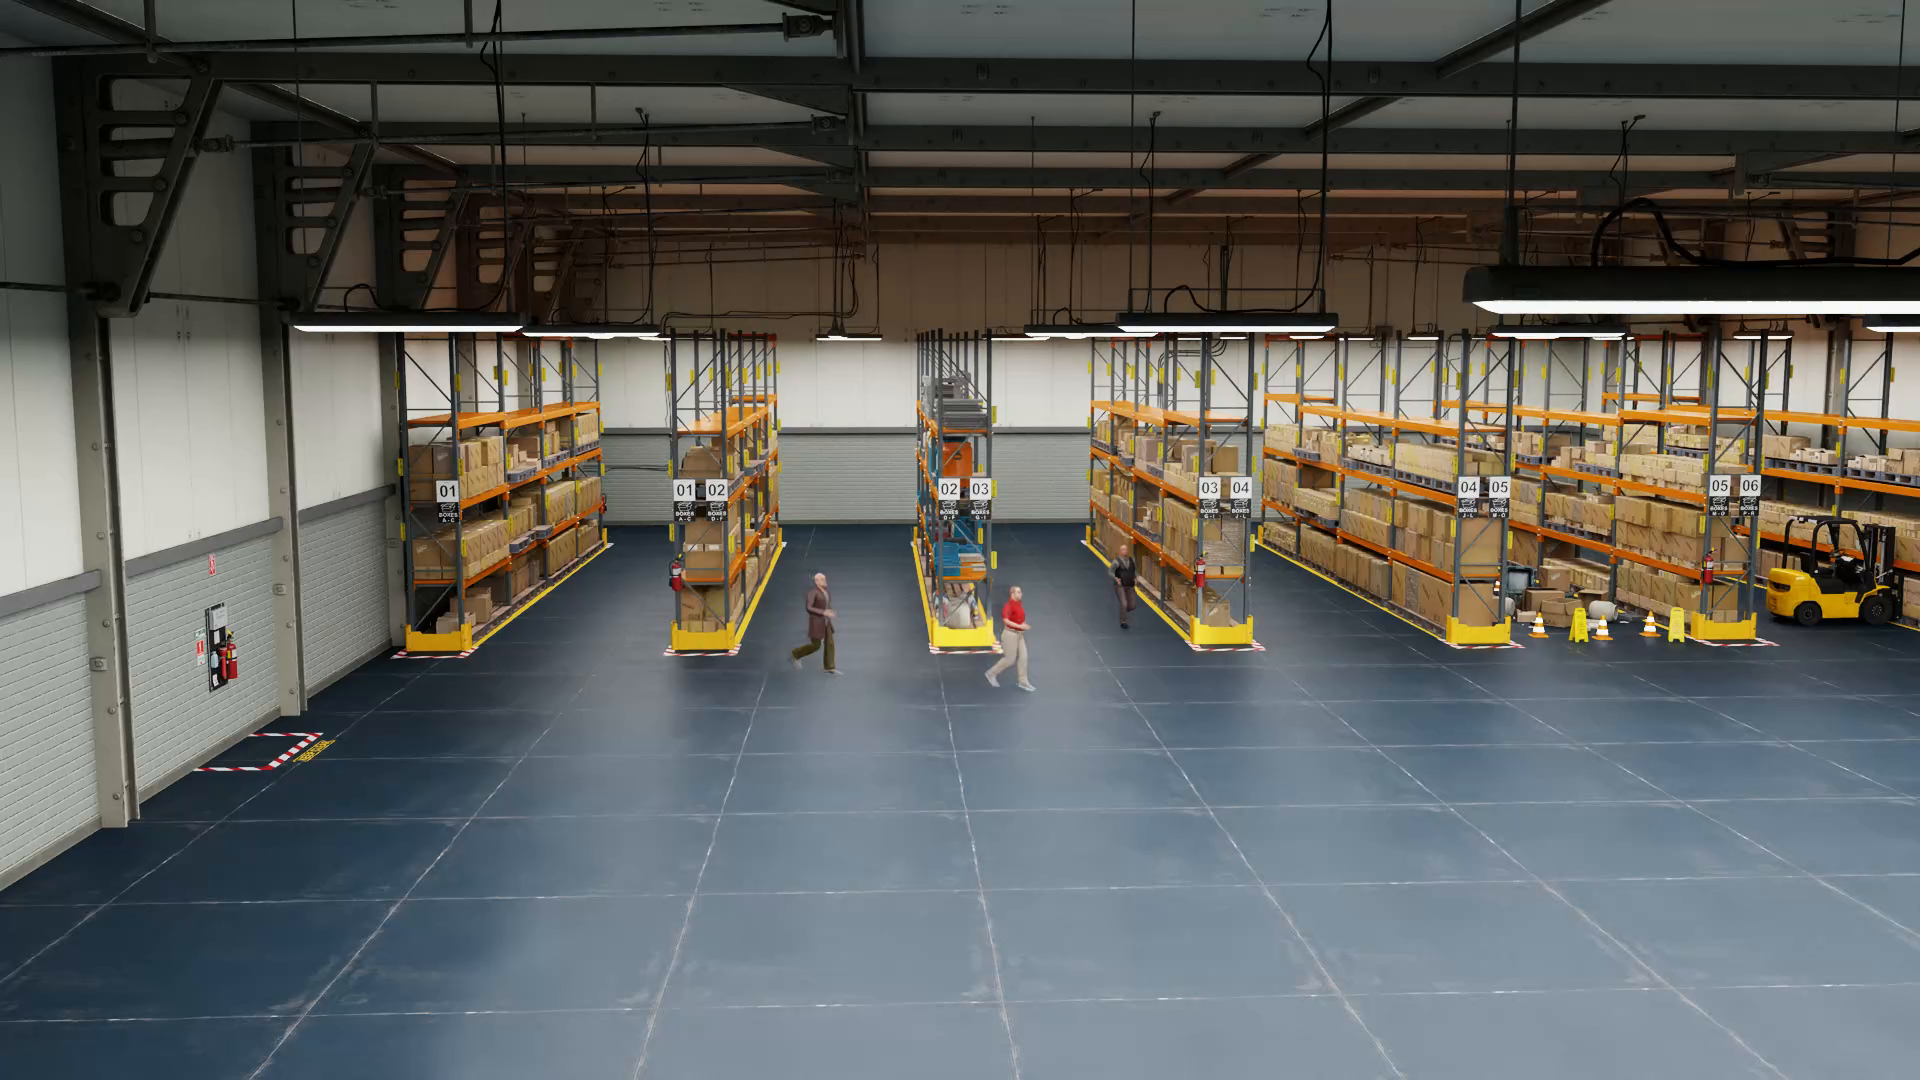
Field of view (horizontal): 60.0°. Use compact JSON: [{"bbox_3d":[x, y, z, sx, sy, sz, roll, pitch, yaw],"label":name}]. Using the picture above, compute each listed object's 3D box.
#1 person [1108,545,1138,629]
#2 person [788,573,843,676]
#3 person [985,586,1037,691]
[{"bbox_3d":[3.308,0.938,33.590,0.657,1.671,0.612,-2,7,-17],"label":"person"},{"bbox_3d":[-2.478,1.463,28.858,0.989,1.772,0.718,3,8,27],"label":"person"},{"bbox_3d":[0.856,1.628,27.582,0.867,1.752,0.685,3,7,21],"label":"person"}]
